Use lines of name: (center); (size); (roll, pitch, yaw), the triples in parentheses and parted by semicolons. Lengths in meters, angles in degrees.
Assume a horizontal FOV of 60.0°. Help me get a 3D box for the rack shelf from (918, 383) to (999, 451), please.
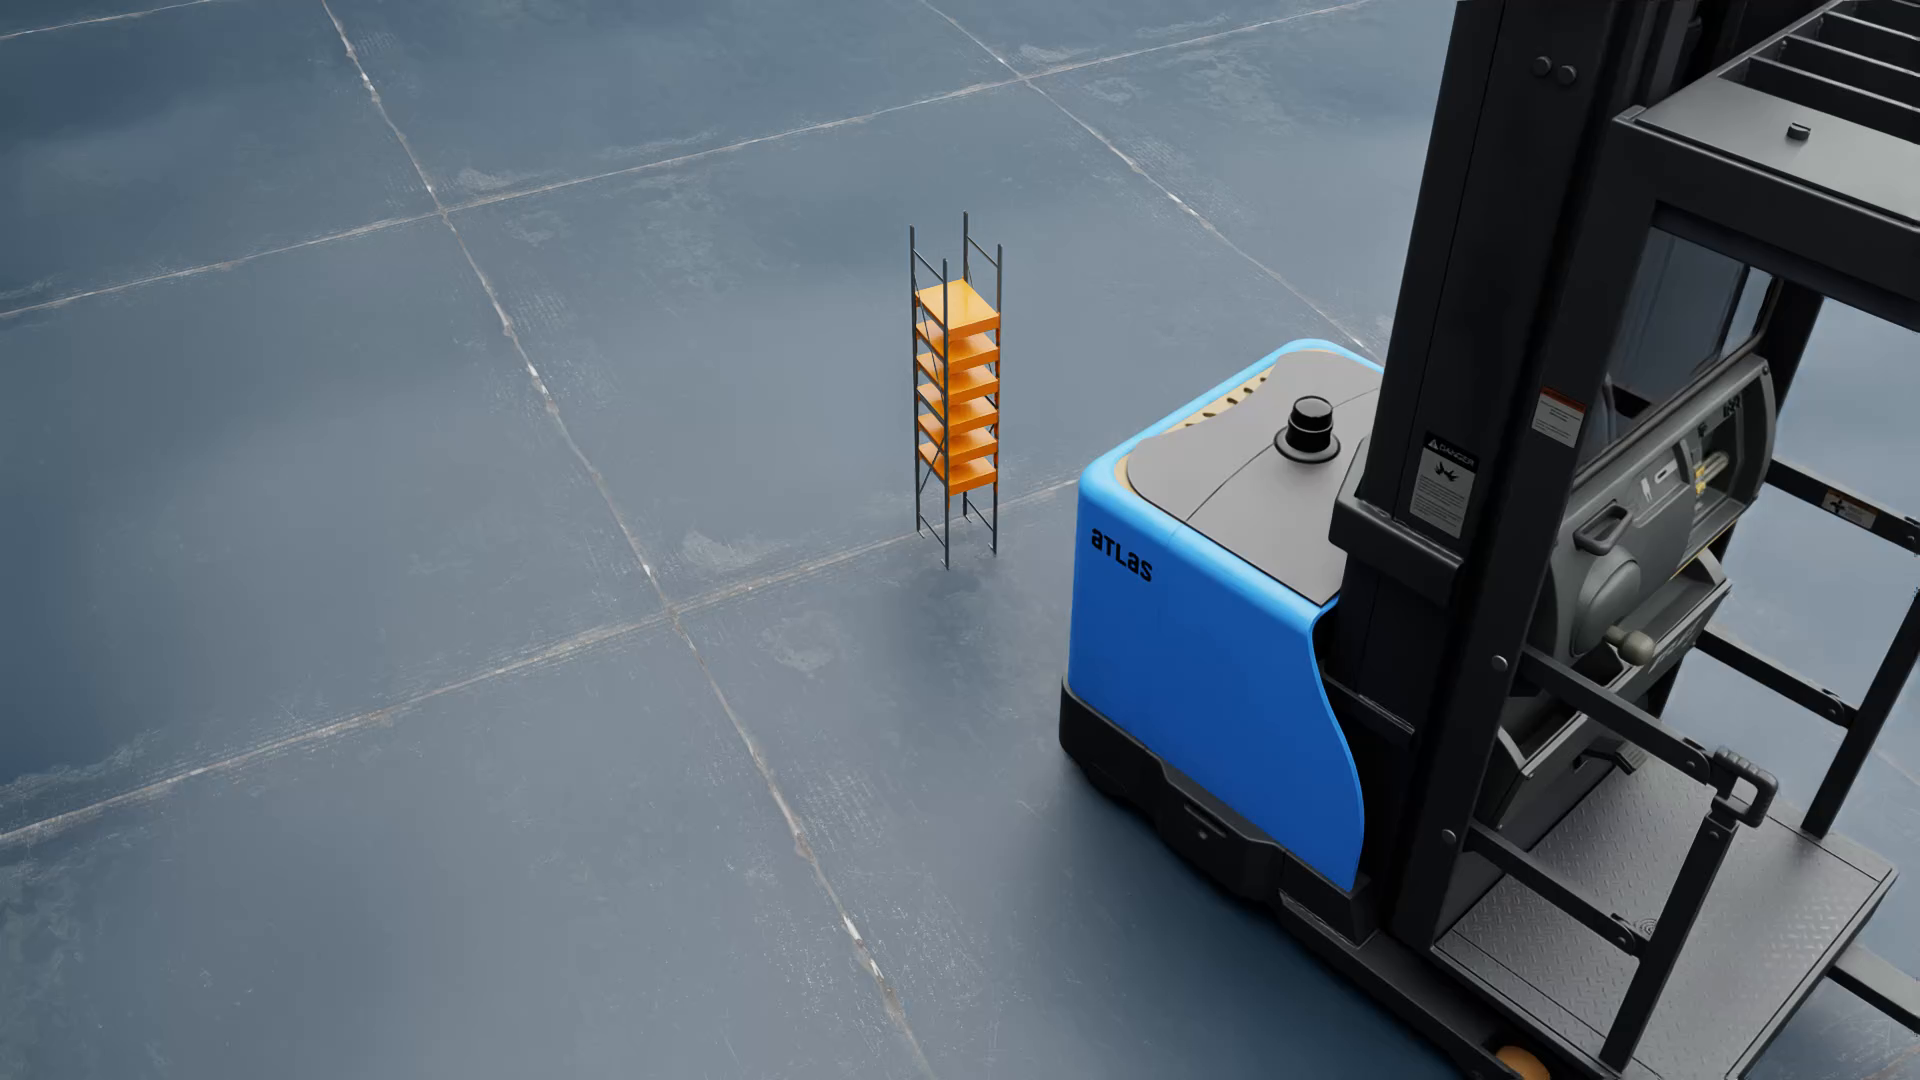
rack shelf: (-0.013, -0.420, 5.386); (0.180, 0.103, 0.258); (-19, 44, -21)

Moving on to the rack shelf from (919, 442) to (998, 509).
rack shelf: (-0.013, -0.237, 5.541); (0.180, 0.103, 0.258); (-19, 44, -21)

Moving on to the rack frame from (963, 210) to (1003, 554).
rack frame: (0.068, -0.481, 5.390); (0.006, 1.200, 0.240); (-19, 44, -21)

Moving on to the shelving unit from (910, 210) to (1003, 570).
shelving unit: (-0.013, -0.454, 5.357); (0.189, 1.200, 0.258); (-19, 44, -21)

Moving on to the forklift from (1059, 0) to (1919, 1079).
forklift: (1.667, 0.002, 3.479); (1.130, 2.935, 3.031); (-31, 49, -31)

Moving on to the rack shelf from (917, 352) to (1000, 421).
rack shelf: (-0.013, -0.511, 5.308); (0.180, 0.103, 0.258); (-19, 44, -21)

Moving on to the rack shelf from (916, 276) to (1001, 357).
rack shelf: (-0.013, -0.694, 5.153); (0.180, 0.103, 0.258); (-19, 44, -21)

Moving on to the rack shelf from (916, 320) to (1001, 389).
rack shelf: (-0.013, -0.603, 5.231); (0.180, 0.103, 0.258); (-19, 44, -21)

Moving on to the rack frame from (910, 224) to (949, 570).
rack frame: (-0.094, -0.426, 5.325); (0.006, 1.200, 0.240); (-19, 44, -21)

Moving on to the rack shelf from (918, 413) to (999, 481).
rack shelf: (-0.013, -0.328, 5.463); (0.180, 0.103, 0.258); (-19, 44, -21)
